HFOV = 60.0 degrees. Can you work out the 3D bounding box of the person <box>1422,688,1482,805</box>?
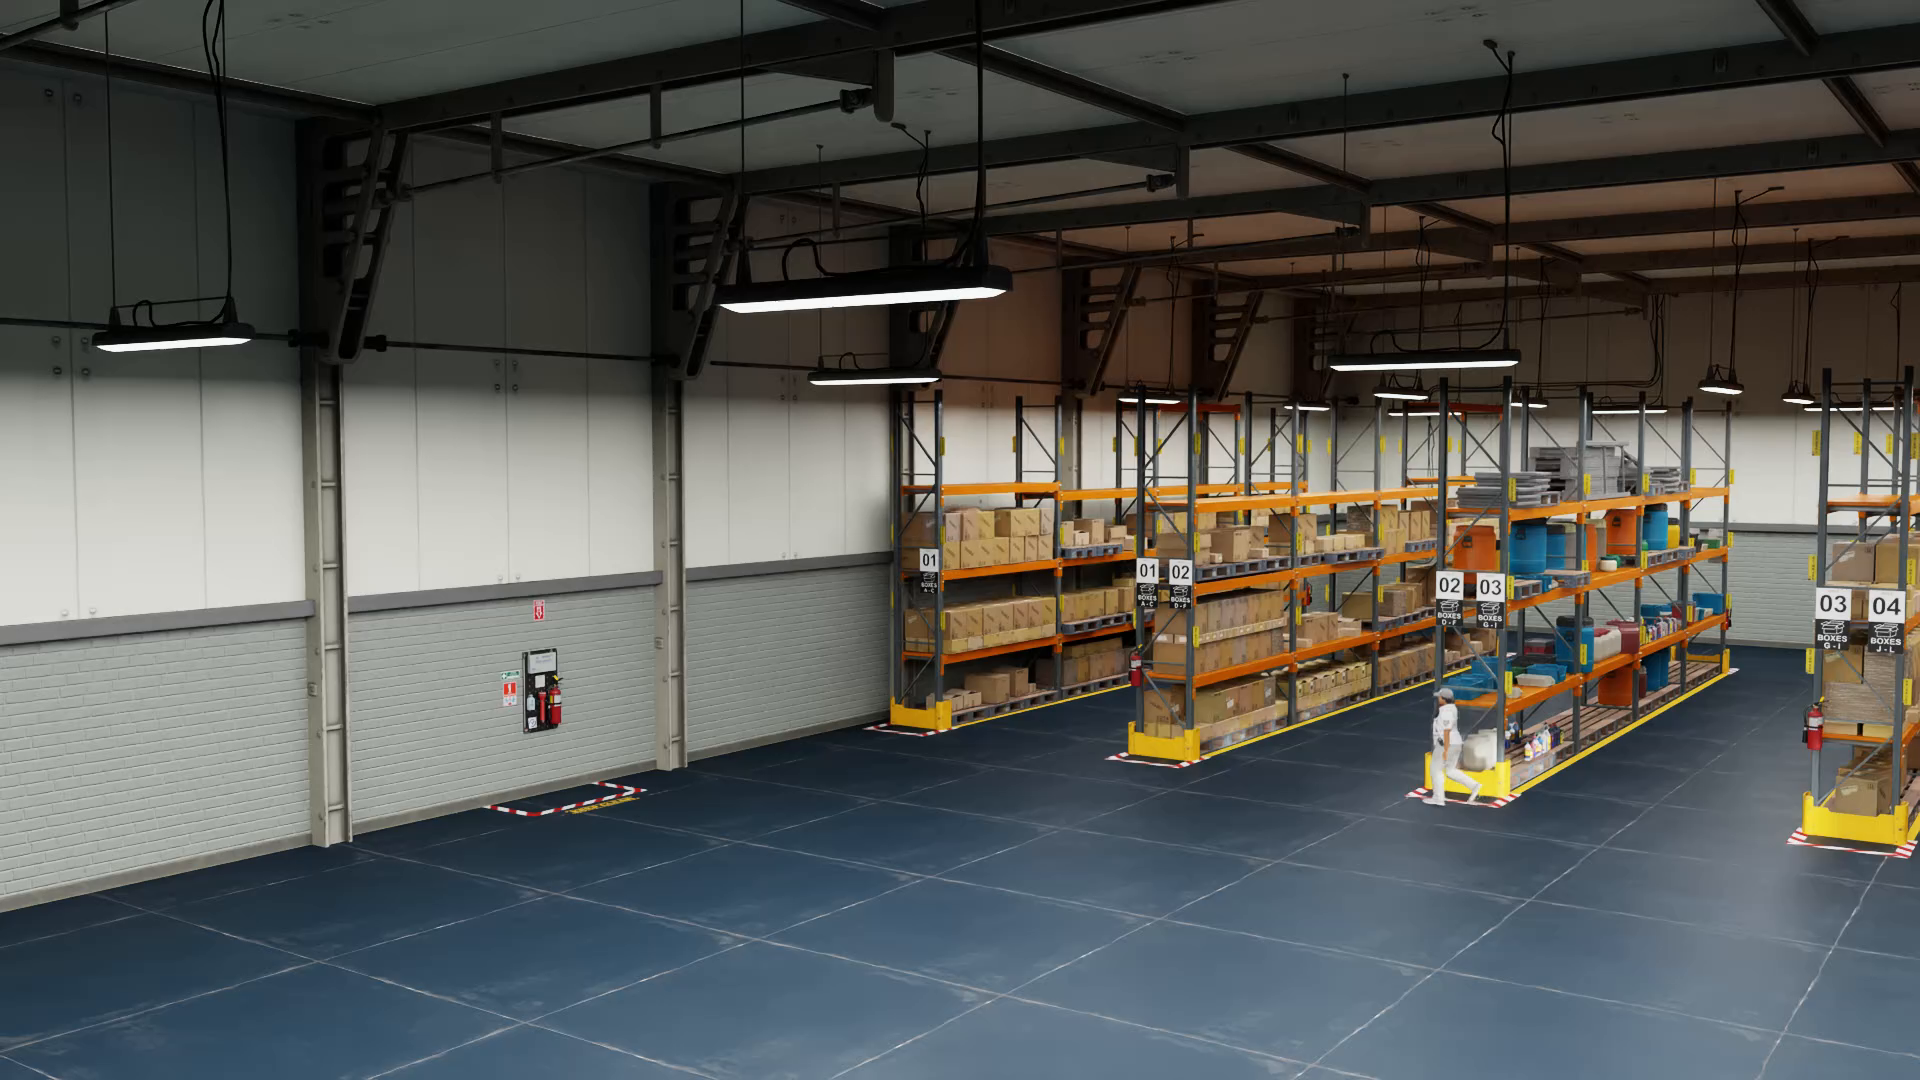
[{"bbox_3d":[6.852,2.871,23.126,0.769,1.629,0.506,2,4,30],"label":"person"}]
